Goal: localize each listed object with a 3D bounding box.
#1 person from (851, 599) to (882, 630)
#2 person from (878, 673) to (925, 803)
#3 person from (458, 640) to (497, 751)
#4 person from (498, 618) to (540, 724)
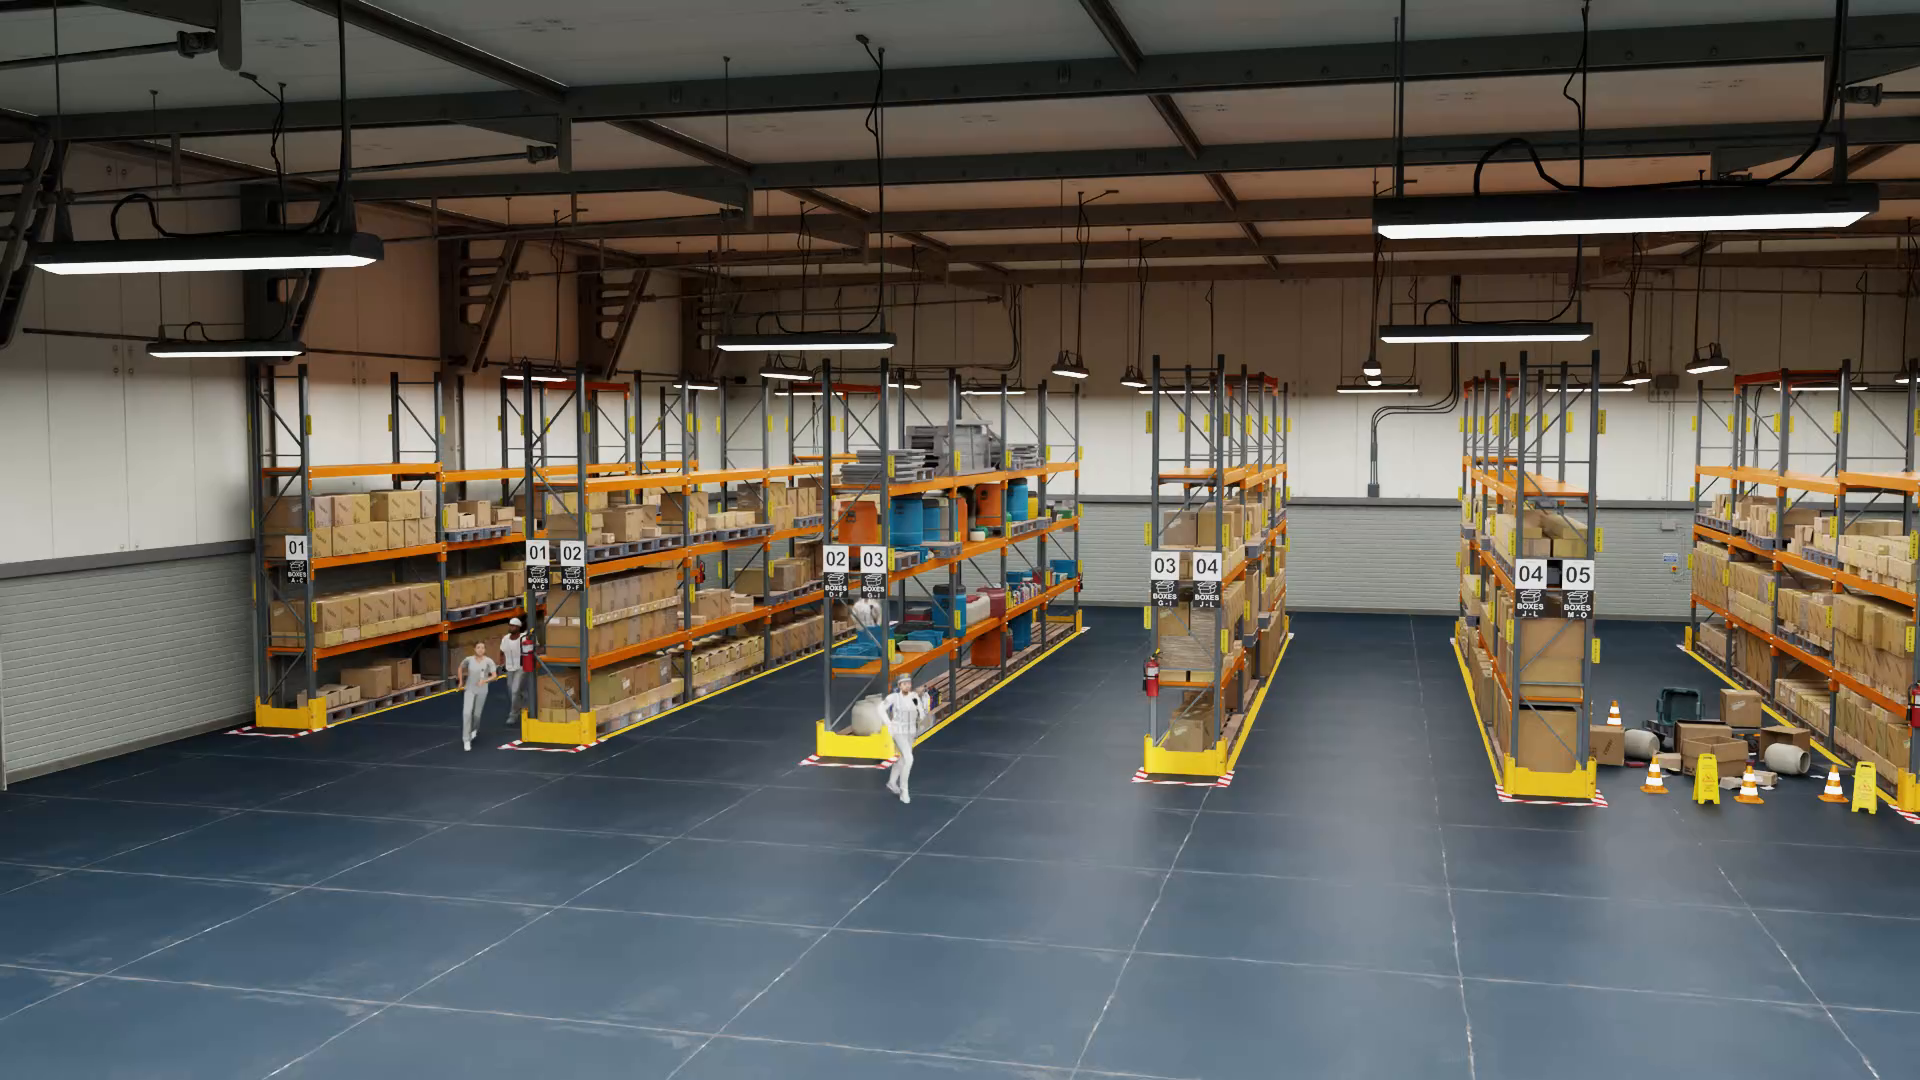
[{"bbox_3d":[-1.771,1.700,31.562,0.619,1.676,0.618,1,4,8],"label":"person"},{"bbox_3d":[-0.740,2.639,22.307,0.578,1.752,0.732,-3,5,-36],"label":"person"},{"bbox_3d":[-7.539,2.395,26.001,0.593,1.683,0.891,-1,4,-12],"label":"person"},{"bbox_3d":[-7.488,2.194,28.224,0.708,1.760,0.854,1,4,15],"label":"person"}]
